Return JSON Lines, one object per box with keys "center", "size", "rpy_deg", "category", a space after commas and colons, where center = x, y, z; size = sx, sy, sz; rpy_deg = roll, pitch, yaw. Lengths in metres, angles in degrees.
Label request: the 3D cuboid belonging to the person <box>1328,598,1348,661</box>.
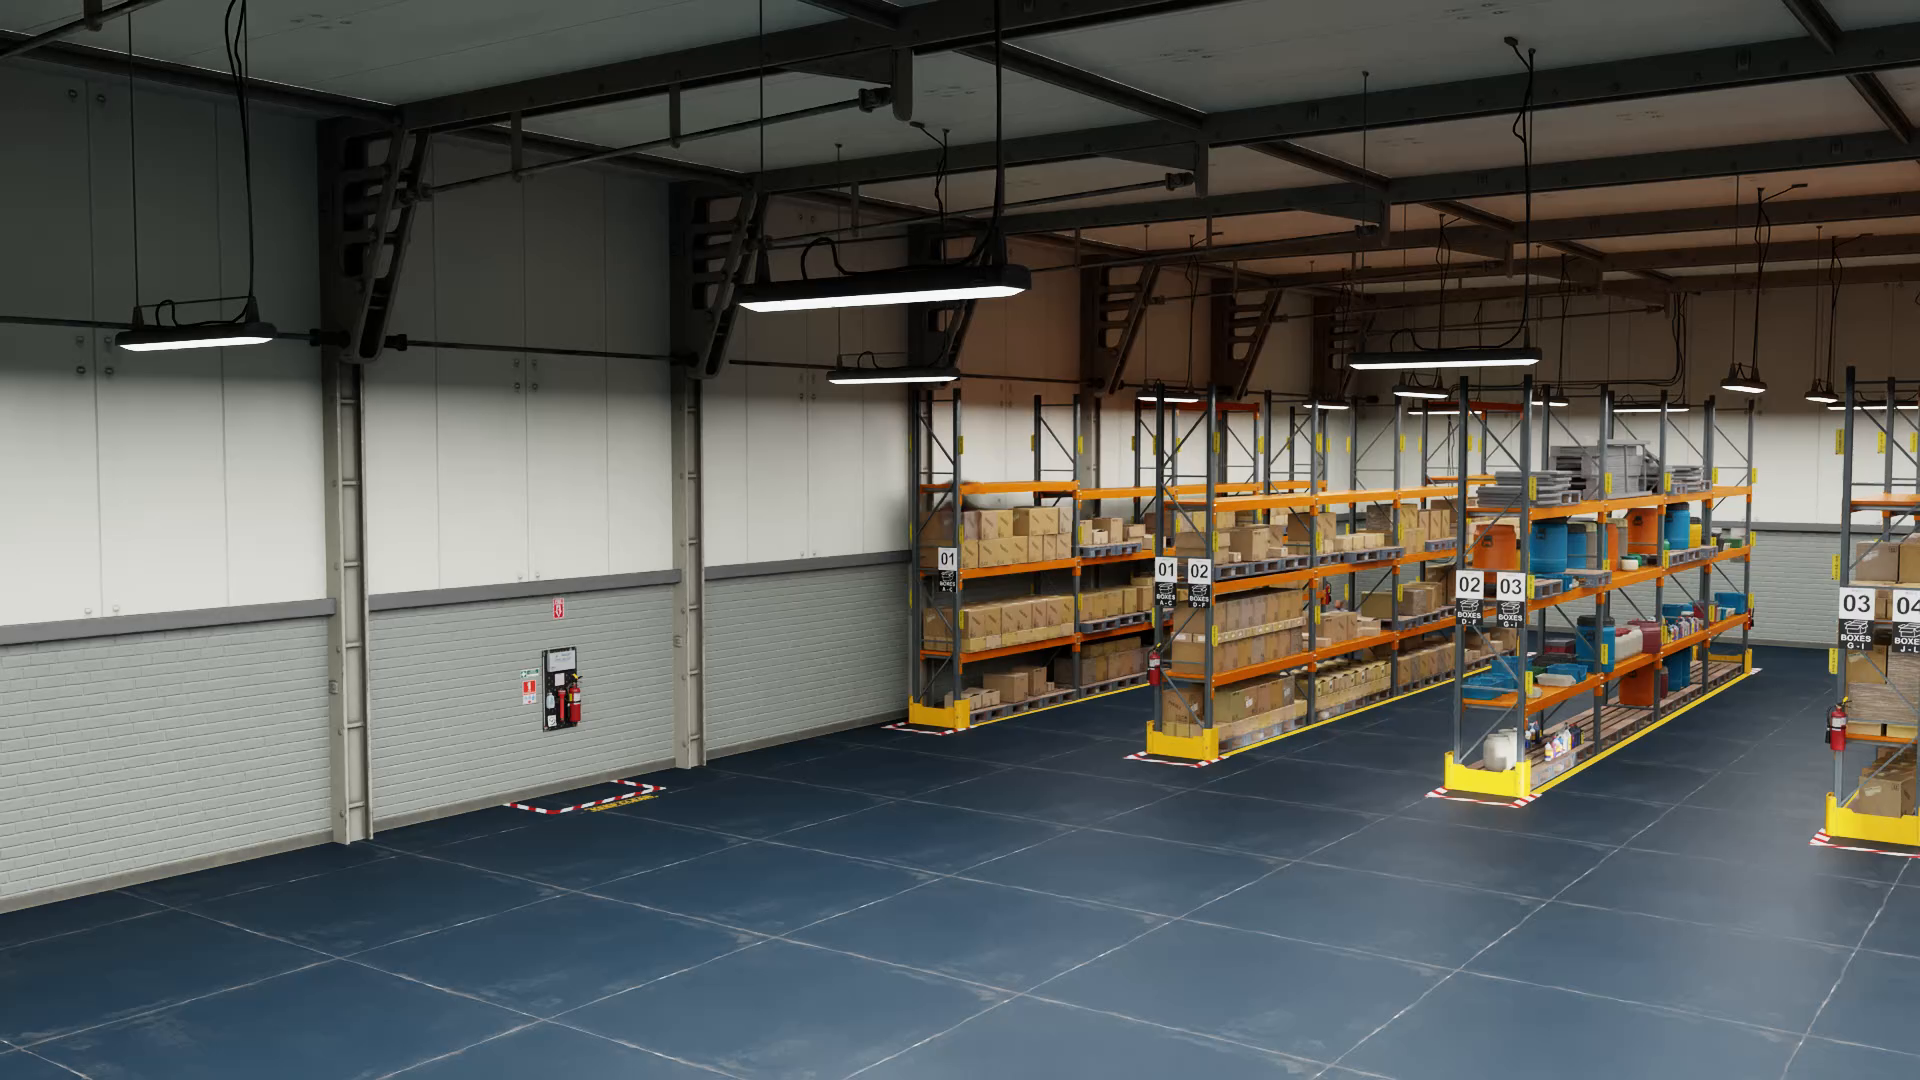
{"center": [8.315, 2.084, 36.485], "size": [0.621, 1.602, 0.993], "rpy_deg": [2, 4, 36], "category": "person"}
